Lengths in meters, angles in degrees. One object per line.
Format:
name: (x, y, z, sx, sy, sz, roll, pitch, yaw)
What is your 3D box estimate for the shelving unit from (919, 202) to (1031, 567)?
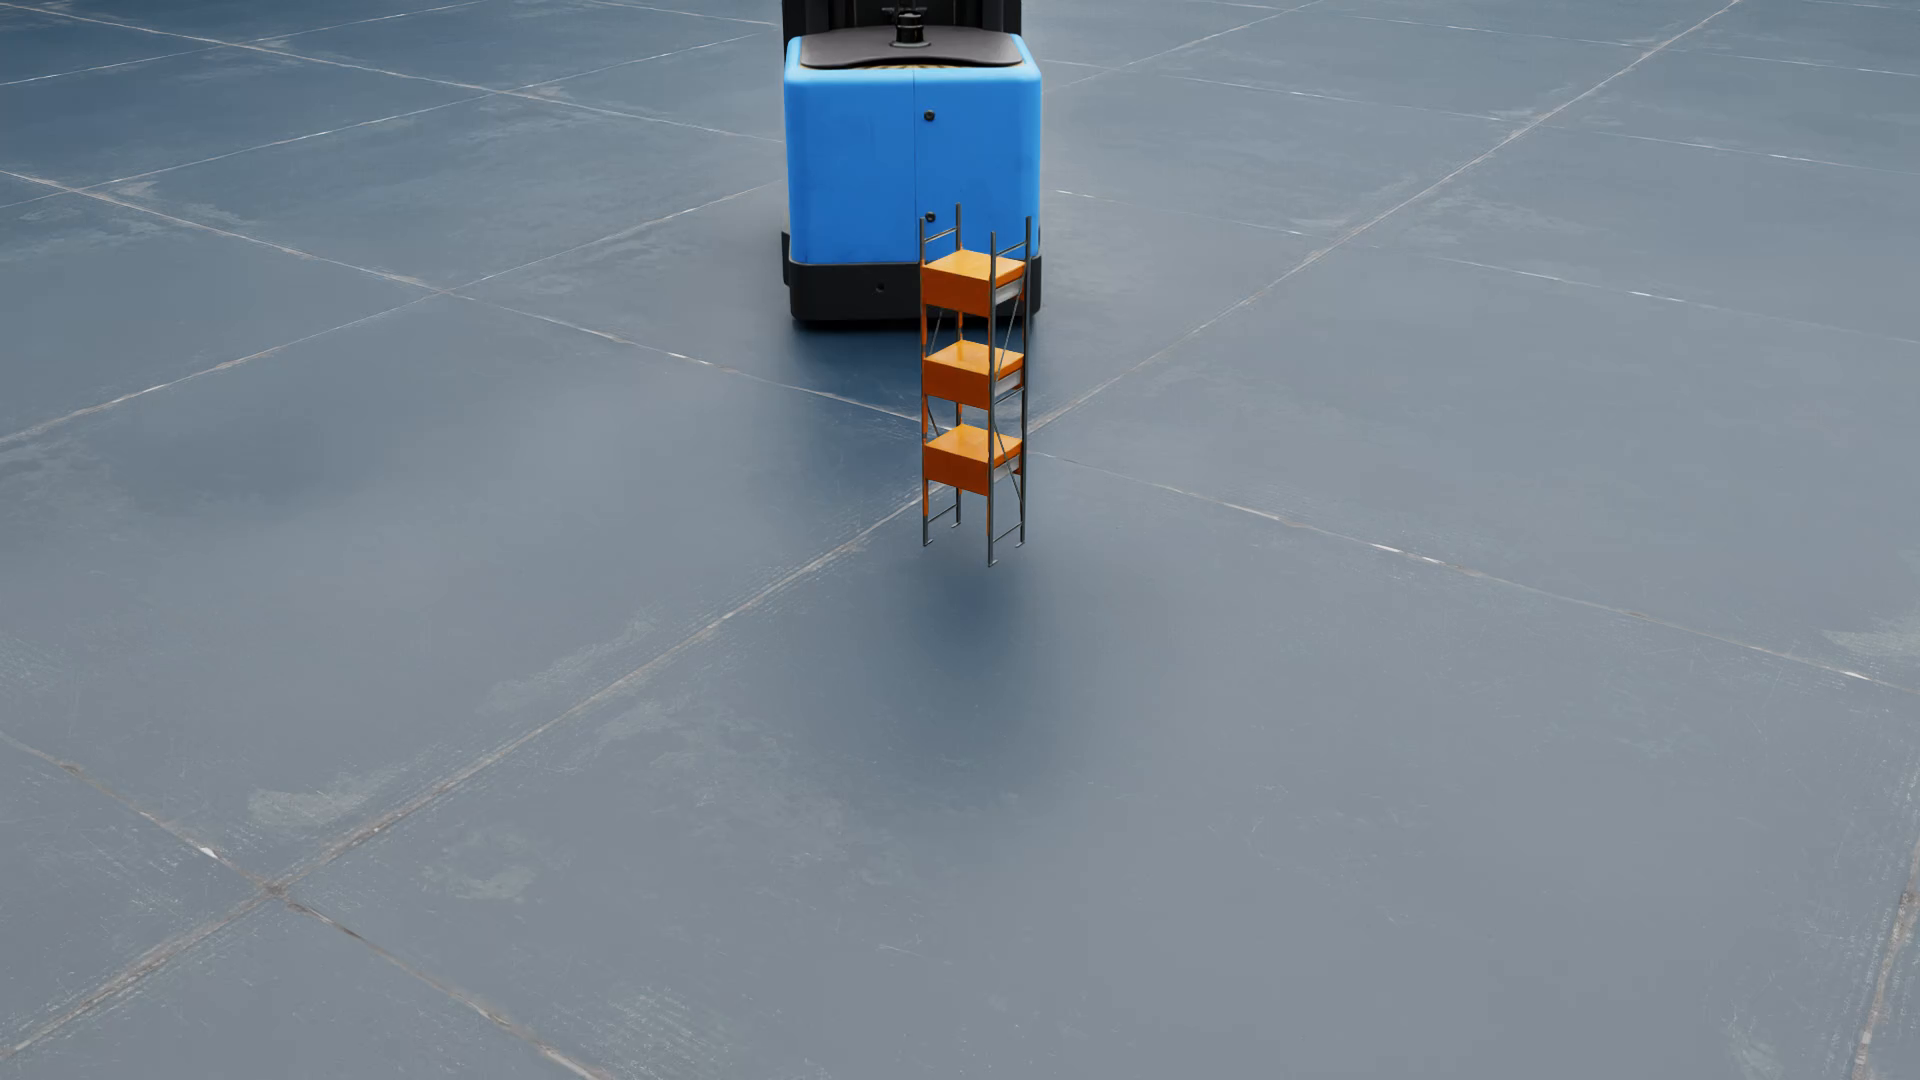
shelving unit: (0.044, -0.454, 4.985, 0.252, 1.050, 0.215, 17, 32, 30)

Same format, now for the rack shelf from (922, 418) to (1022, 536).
rack shelf: (0.044, -0.197, 5.116, 0.240, 0.259, 0.215, 17, 32, 30)

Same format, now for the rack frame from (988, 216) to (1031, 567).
rack frame: (0.145, -0.423, 4.923, 0.008, 1.050, 0.200, 17, 32, 30)

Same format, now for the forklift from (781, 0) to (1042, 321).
forklift: (-0.281, -2.846, 7.610, 1.130, 2.935, 3.031, -2, 27, -4)

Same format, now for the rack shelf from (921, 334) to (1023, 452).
rack shelf: (0.044, -0.445, 4.990, 0.240, 0.259, 0.215, 17, 32, 30)

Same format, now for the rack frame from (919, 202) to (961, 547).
rack frame: (-0.056, -0.485, 5.046, 0.008, 1.050, 0.200, 17, 32, 30)

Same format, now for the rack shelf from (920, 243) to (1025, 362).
rack shelf: (0.044, -0.698, 4.861, 0.240, 0.259, 0.215, 17, 32, 30)
